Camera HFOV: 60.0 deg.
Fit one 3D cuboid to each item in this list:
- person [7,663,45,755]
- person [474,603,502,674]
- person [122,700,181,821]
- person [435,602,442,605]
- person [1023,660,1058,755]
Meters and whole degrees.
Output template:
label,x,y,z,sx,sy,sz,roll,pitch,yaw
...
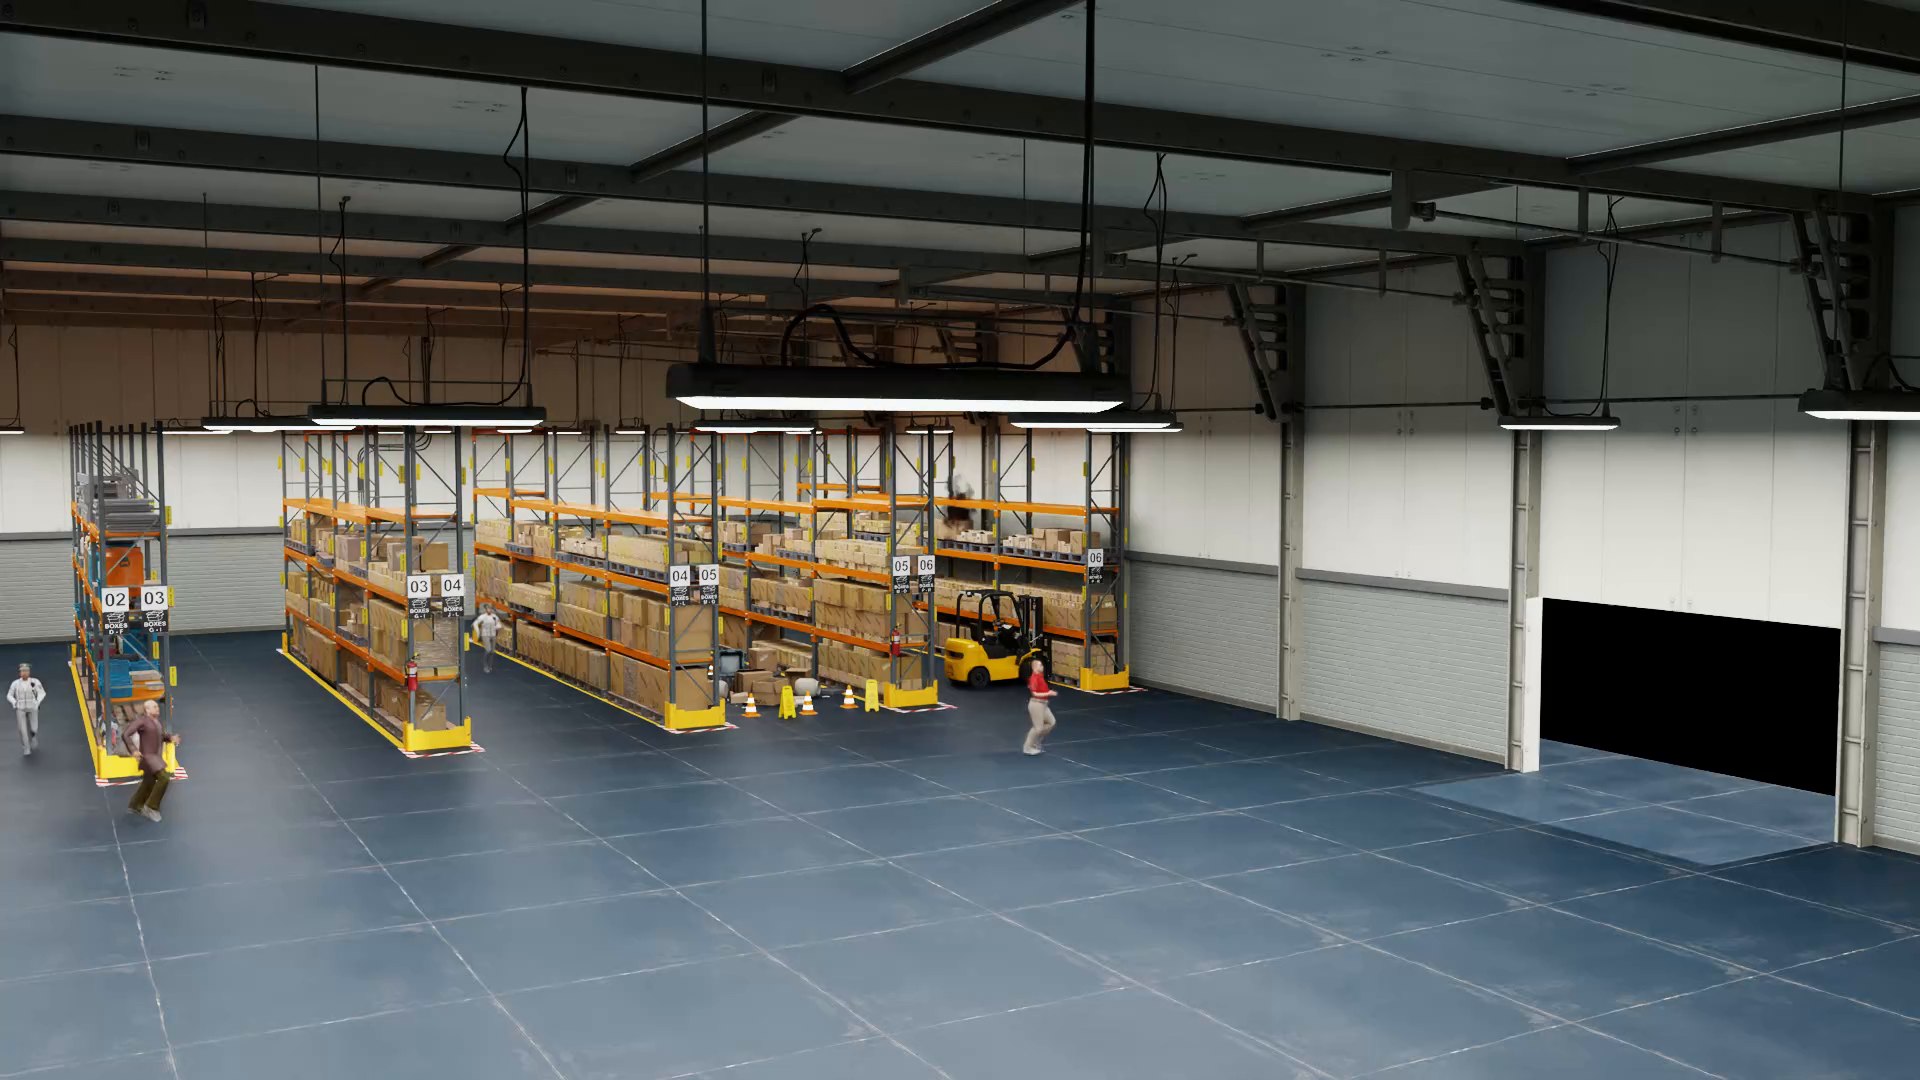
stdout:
label,x,y,z,sx,sy,sz,roll,pitch,yaw
person,-16.851,3.041,30.007,0.612,1.648,0.553,-2,4,-27
person,-11.454,2.383,40.444,0.581,1.730,0.709,-3,4,-36
person,-12.125,3.309,24.957,0.808,1.823,0.693,0,4,-5
person,-13.826,2.080,44.584,0.670,1.816,0.866,-2,4,-30
person,1.464,3.030,29.928,0.660,1.737,0.644,1,4,14
